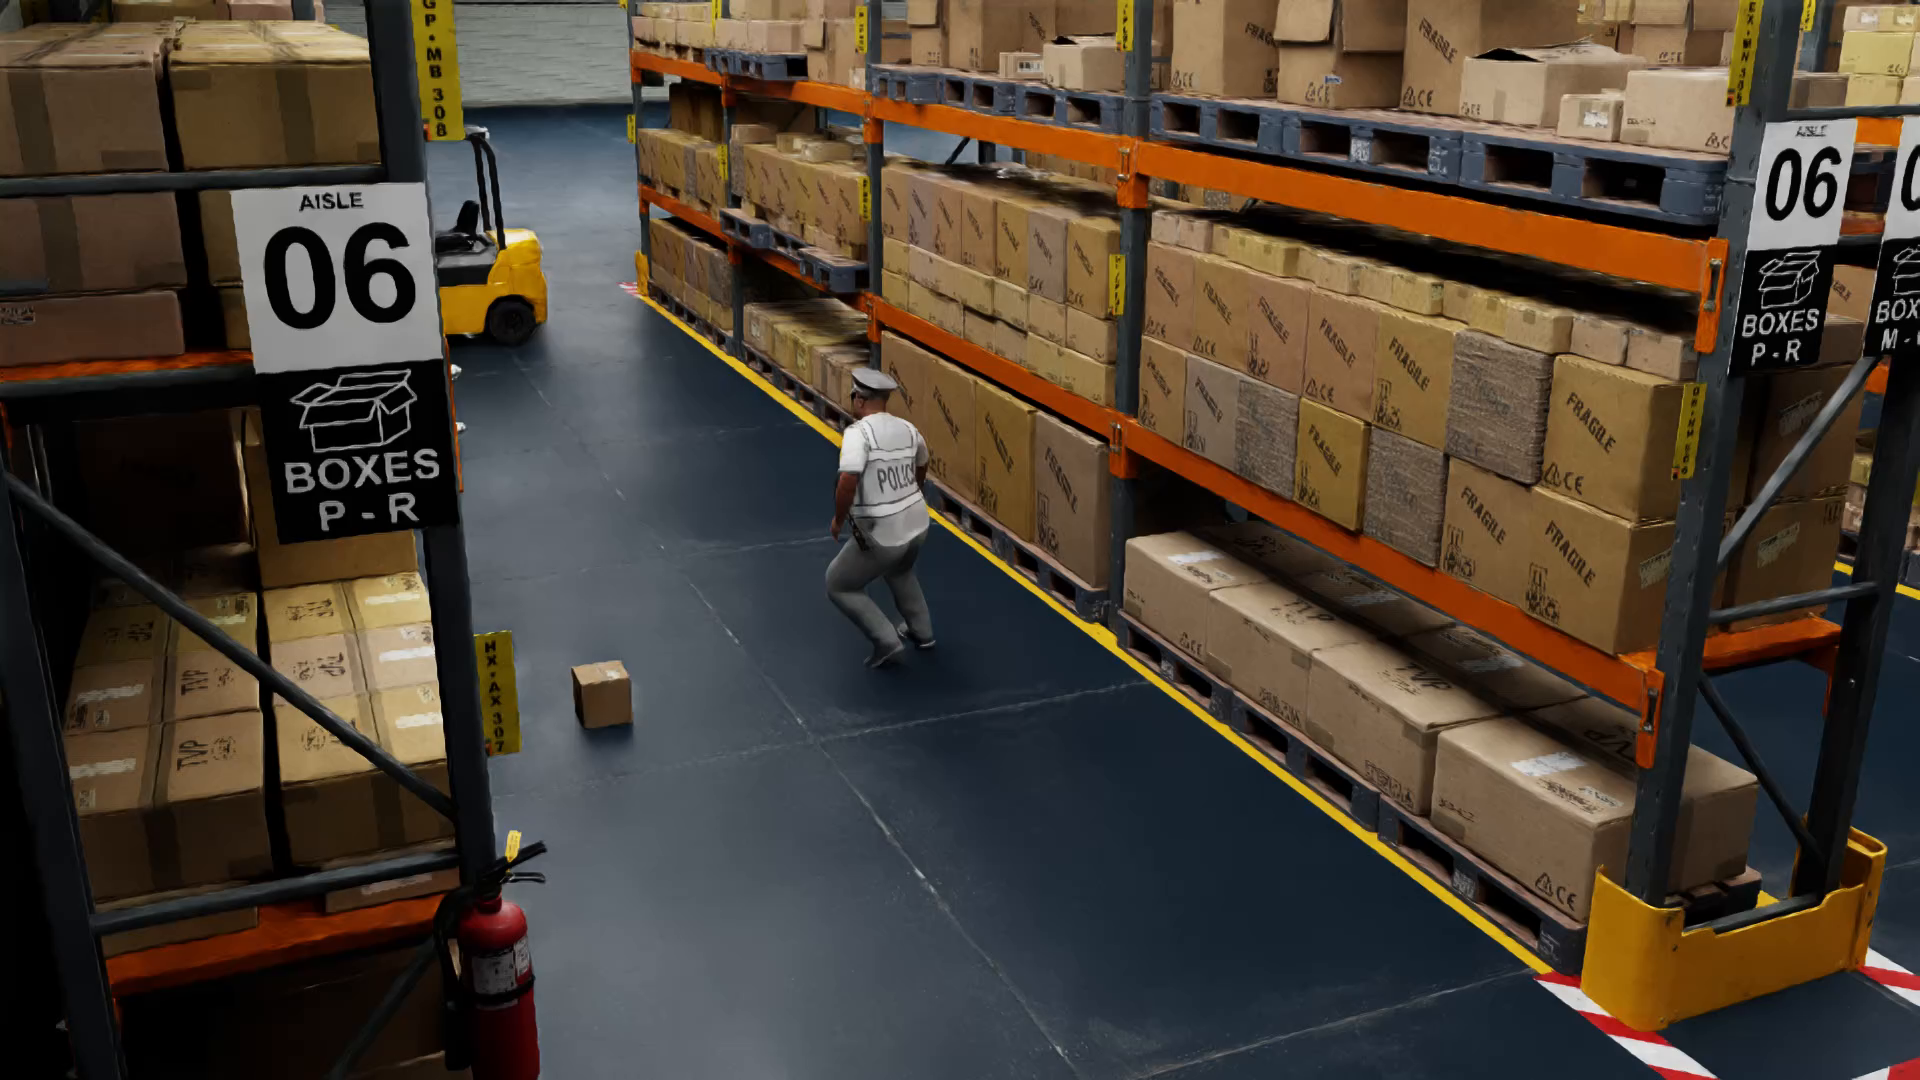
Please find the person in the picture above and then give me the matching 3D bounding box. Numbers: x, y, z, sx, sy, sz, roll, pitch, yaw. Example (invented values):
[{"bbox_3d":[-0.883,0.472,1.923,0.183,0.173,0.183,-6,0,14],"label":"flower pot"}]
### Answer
[{"bbox_3d":[-0.384,-0.091,9.031,0.524,1.717,0.934,12,22,32],"label":"person"}]
